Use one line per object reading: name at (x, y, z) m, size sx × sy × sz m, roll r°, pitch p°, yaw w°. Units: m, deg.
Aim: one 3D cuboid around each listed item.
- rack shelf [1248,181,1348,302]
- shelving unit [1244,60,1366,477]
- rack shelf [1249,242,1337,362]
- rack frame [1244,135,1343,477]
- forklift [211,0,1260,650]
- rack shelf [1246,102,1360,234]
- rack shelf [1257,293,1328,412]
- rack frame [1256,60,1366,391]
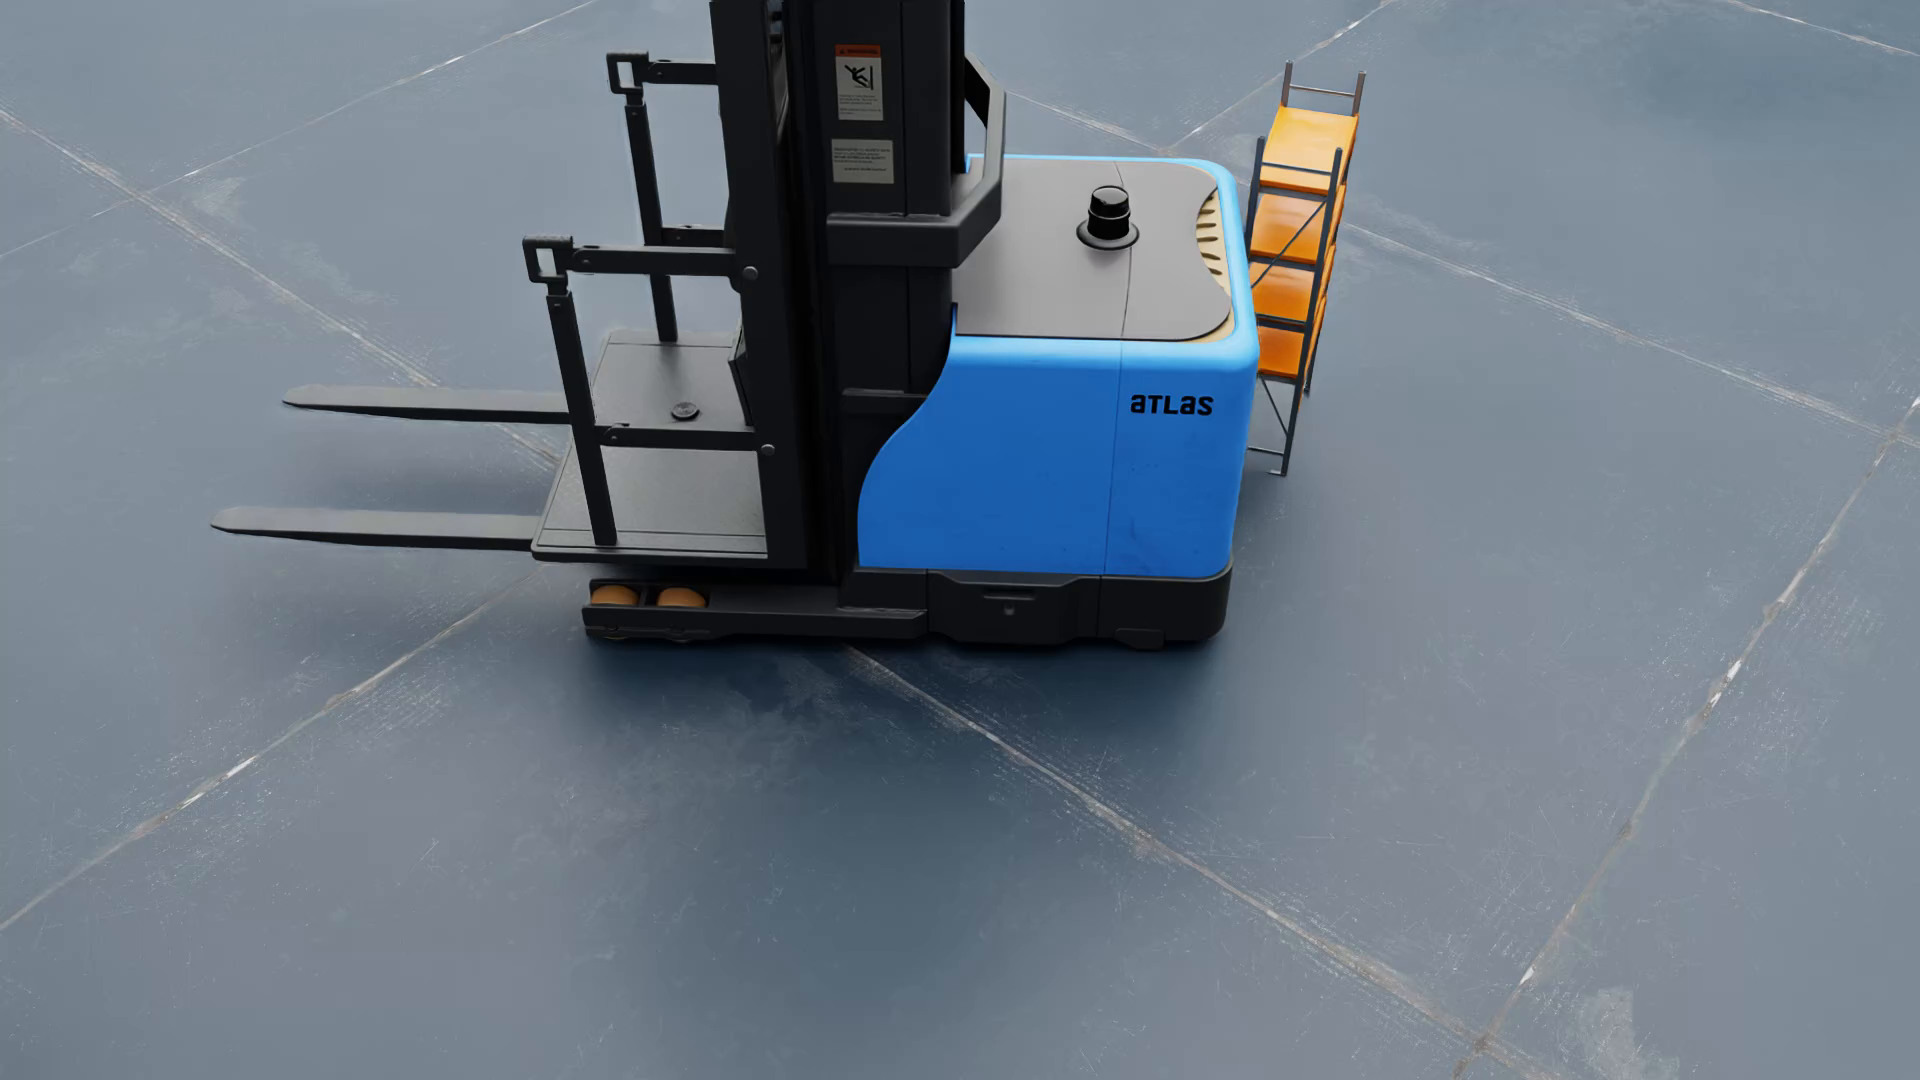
rack shelf at (1.037, -0.952, 5.173) m, size 0.258 × 0.148 × 0.480 m, roll 12°, pitch 44°, yaw 13°
shelving unit at (1.037, -0.837, 5.278) m, size 0.258 × 1.200 × 0.503 m, roll 12°, pitch 44°, yaw 13°
rack shelf at (1.037, -0.787, 5.324) m, size 0.258 × 0.148 × 0.480 m, roll 12°, pitch 44°, yaw 13°
rack frame at (0.963, -0.680, 5.106) m, size 0.240 × 1.200 × 0.015 m, roll 12°, pitch 44°, yaw 13°
forklift at (-0.713, -1.137, 4.322) m, size 3.031 × 2.935 × 1.130 m, roll 2°, pitch 42°, yaw 2°
rack shelf at (1.037, -1.127, 5.014) m, size 0.258 × 0.148 × 0.480 m, roll 12°, pitch 44°, yaw 13°
rack shelf at (1.037, -0.640, 5.457) m, size 0.258 × 0.148 × 0.480 m, roll 12°, pitch 44°, yaw 13°
rack frame at (1.111, -0.993, 5.450) m, size 0.240 × 1.200 × 0.015 m, roll 12°, pitch 44°, yaw 13°
